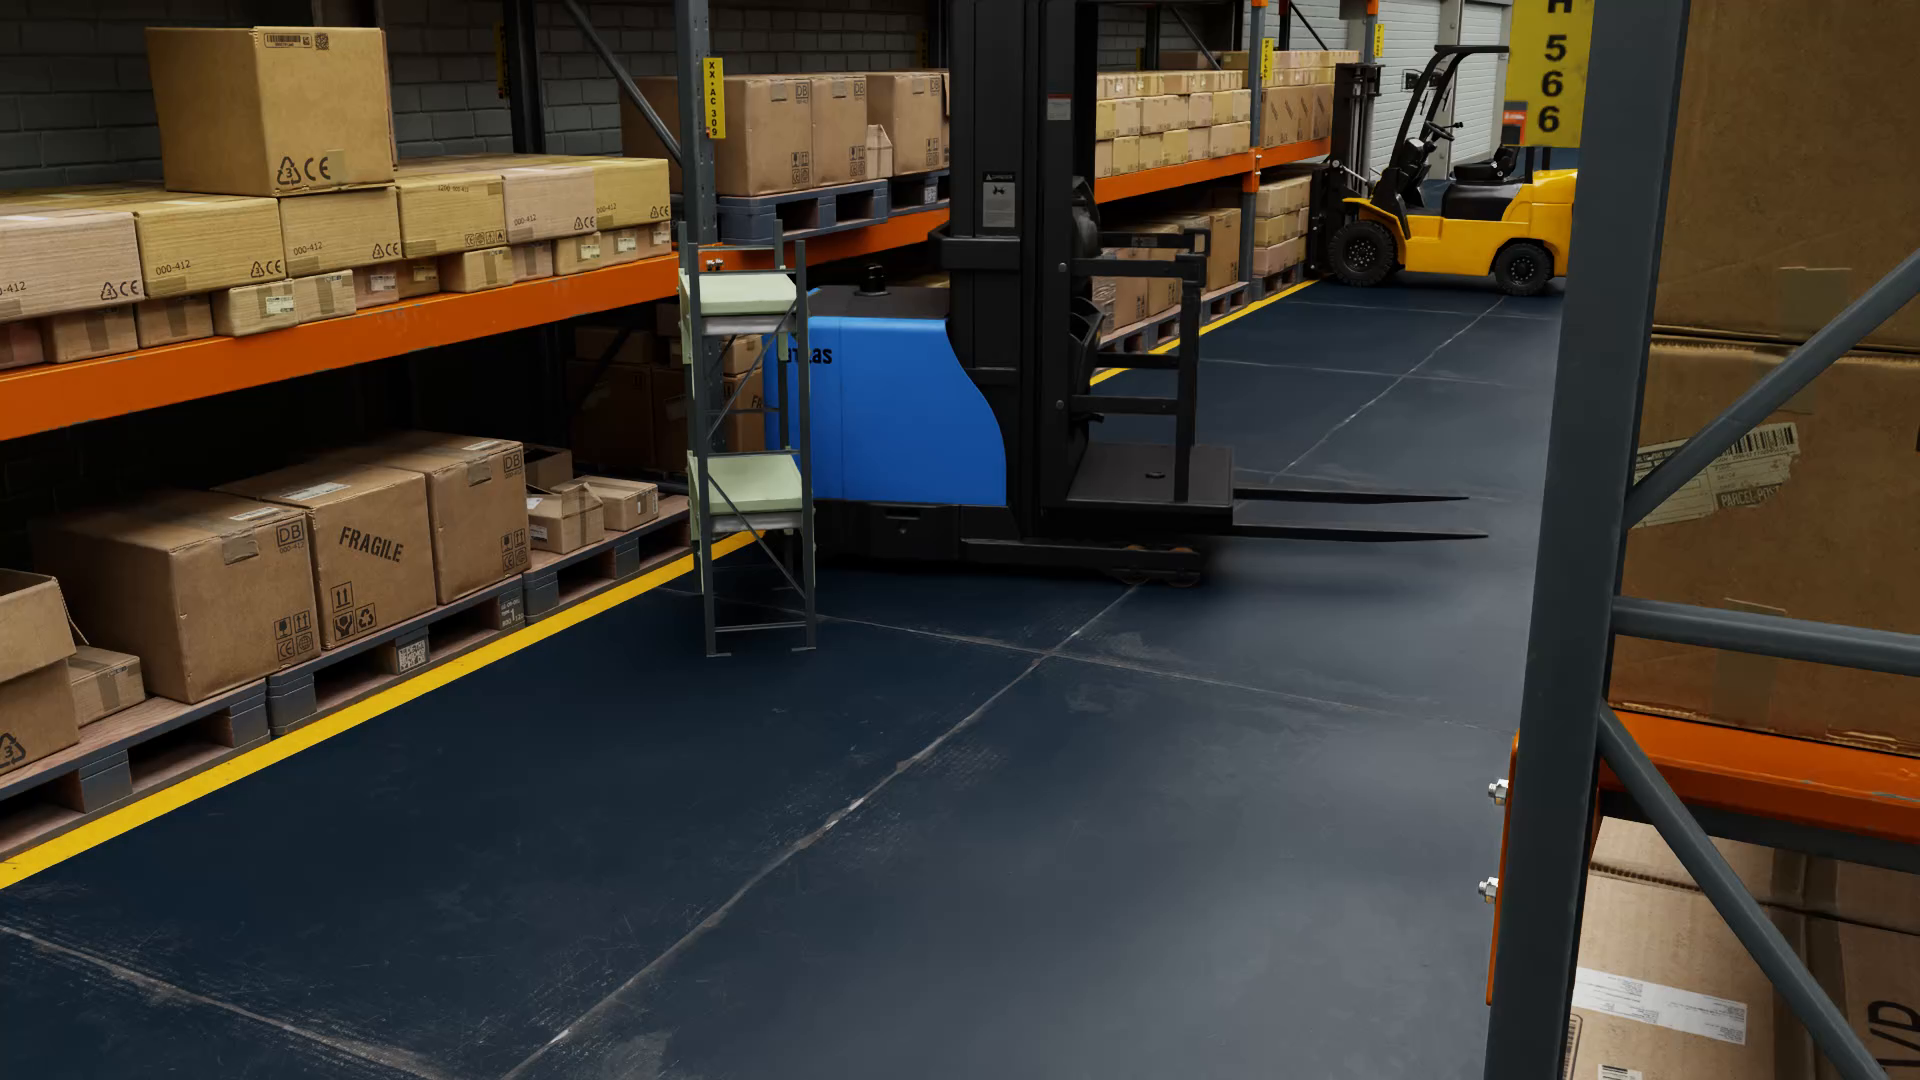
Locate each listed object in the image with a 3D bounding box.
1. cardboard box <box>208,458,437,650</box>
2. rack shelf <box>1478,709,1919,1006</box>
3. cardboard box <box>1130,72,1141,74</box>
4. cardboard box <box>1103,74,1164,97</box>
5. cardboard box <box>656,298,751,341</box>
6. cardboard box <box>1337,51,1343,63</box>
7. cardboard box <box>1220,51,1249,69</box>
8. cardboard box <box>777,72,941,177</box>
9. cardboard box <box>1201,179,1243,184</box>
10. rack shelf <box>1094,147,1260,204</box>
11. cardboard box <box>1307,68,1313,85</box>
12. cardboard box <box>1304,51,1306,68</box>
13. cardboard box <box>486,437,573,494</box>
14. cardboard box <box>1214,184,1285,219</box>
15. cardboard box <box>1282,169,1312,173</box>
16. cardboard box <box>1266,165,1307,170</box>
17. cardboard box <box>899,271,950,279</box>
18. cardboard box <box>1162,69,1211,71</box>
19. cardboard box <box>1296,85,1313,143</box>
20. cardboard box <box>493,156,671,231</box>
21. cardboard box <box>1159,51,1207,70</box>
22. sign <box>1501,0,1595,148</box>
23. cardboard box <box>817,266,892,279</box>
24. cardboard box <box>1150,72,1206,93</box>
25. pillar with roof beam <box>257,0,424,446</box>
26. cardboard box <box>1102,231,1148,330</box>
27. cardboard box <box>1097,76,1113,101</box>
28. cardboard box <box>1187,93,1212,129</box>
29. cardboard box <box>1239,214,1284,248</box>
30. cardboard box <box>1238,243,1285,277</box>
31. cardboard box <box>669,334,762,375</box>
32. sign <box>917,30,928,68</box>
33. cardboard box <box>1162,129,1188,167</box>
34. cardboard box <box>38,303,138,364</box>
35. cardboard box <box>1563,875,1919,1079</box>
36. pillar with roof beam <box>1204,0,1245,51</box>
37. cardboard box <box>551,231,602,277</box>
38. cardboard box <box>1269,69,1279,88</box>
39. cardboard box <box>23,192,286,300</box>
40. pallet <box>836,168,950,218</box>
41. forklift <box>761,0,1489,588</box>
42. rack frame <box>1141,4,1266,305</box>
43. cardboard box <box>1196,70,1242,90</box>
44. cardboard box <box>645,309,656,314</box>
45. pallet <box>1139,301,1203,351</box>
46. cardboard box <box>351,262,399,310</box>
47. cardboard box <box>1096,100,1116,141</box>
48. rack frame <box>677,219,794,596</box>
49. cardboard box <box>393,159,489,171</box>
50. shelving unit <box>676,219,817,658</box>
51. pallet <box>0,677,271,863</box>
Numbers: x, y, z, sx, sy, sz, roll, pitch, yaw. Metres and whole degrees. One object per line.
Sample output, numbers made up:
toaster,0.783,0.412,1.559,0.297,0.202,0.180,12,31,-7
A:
cardboard box,-2.208,0.035,5.792,0.500,0.500,0.500,8,19,26
rack shelf,2.027,-0.018,3.579,1.077,0.370,4.000,8,18,25
cardboard box,1.196,-3.584,13.008,0.380,0.149,0.250,8,18,25
cardboard box,1.239,-3.254,11.897,0.380,0.149,0.250,9,19,27
cardboard box,-1.177,-1.024,7.696,0.380,0.149,0.250,8,18,24
cardboard box,3.499,-4.671,16.146,0.380,0.149,0.250,9,19,27
cardboard box,2.482,-4.166,14.444,0.380,0.149,0.250,8,19,26
cardboard box,-0.523,-2.178,8.677,0.700,0.500,0.500,8,18,25
cardboard box,2.313,-3.184,15.311,0.500,0.250,0.500,8,18,25
rack shelf,1.160,-2.686,12.563,1.077,0.370,4.000,8,18,25
cardboard box,3.029,-4.269,15.315,0.380,0.149,0.250,7,18,24
cardboard box,2.966,-4.423,15.312,0.380,0.149,0.250,8,18,25
cardboard box,-2.028,-0.277,7.173,0.500,0.311,0.500,9,19,27
cardboard box,2.550,-2.986,14.646,0.500,0.250,0.500,8,18,25
cardboard box,3.475,-3.504,16.390,0.500,0.250,0.500,8,18,26
cardboard box,3.237,-3.696,17.034,0.500,0.250,0.500,8,18,25
cardboard box,-0.138,-1.481,9.756,0.380,0.149,0.250,9,19,27
cardboard box,1.967,-4.014,14.455,0.380,0.149,0.250,8,18,25
cardboard box,2.929,-3.932,15.319,0.500,0.500,0.500,8,18,25
cardboard box,-1.531,-1.413,6.753,0.500,0.250,0.500,9,19,27
cardboard box,1.926,-4.162,14.430,0.380,0.149,0.250,8,18,26
sign,0.654,-0.594,1.808,0.100,0.325,0.005,8,18,25
cardboard box,-0.632,-1.547,9.978,0.380,0.149,0.250,7,18,23
cardboard box,1.672,-3.518,12.785,0.380,0.149,0.250,8,18,24
pillar with roof beam,1.213,-3.768,4.406,9.100,9.000,0.400,8,18,25
cardboard box,0.842,-1.909,12.117,0.875,0.625,0.625,9,19,27
cardboard box,0.790,-2.992,11.015,0.380,0.149,0.250,9,19,27
cardboard box,1.606,-3.289,12.715,0.500,0.250,0.500,8,19,26
cardboard box,2.546,-2.747,14.719,0.500,0.250,0.500,8,18,25
cardboard box,2.566,-2.505,14.780,0.500,0.250,0.500,8,18,26
cardboard box,-1.123,-0.874,7.712,0.380,0.149,0.250,9,19,28
sign,-0.232,-3.146,10.815,0.100,0.325,0.005,8,18,25
cardboard box,1.369,-2.923,12.361,0.500,0.250,0.500,9,19,27
cardboard box,-2.590,-0.611,4.754,0.380,0.149,0.250,9,19,27
cardboard box,1.339,0.993,2.676,0.875,0.438,0.875,7,18,24
pillar with roof beam,6.575,-6.825,14.697,9.100,9.000,0.400,8,18,25
cardboard box,-1.629,-1.130,6.503,0.380,0.149,0.250,9,19,27
cardboard box,2.546,-4.013,14.453,0.380,0.149,0.250,9,19,27
cardboard box,-2.416,-0.894,5.006,0.500,0.250,0.500,8,18,24
pallet,-0.599,-1.934,9.103,1.003,0.211,1.213,8,18,25
forklift,0.720,-1.370,6.989,3.031,2.935,1.130,3,17,9
rack frame,2.053,-3.540,14.176,1.000,3.000,0.127,8,18,25
cardboard box,2.100,-3.784,13.681,0.380,0.149,0.250,9,19,27
cardboard box,-1.401,-1.078,8.398,0.380,0.149,0.250,8,18,26
pallet,1.215,-1.699,12.874,1.003,0.211,1.213,8,18,25
cardboard box,-2.143,-0.878,5.654,0.380,0.149,0.250,8,18,25
cardboard box,0.705,-2.768,10.961,0.500,0.250,0.500,8,18,25
rack frame,-0.882,-0.506,6.592,0.400,1.500,0.023,-3,17,-11
cardboard box,-2.202,-1.353,6.552,0.500,0.250,0.500,8,18,25
shelving unit,-0.806,-0.404,6.249,0.431,1.500,0.755,-3,17,-11
pallet,-2.919,0.631,5.031,1.003,0.211,1.213,8,18,25
